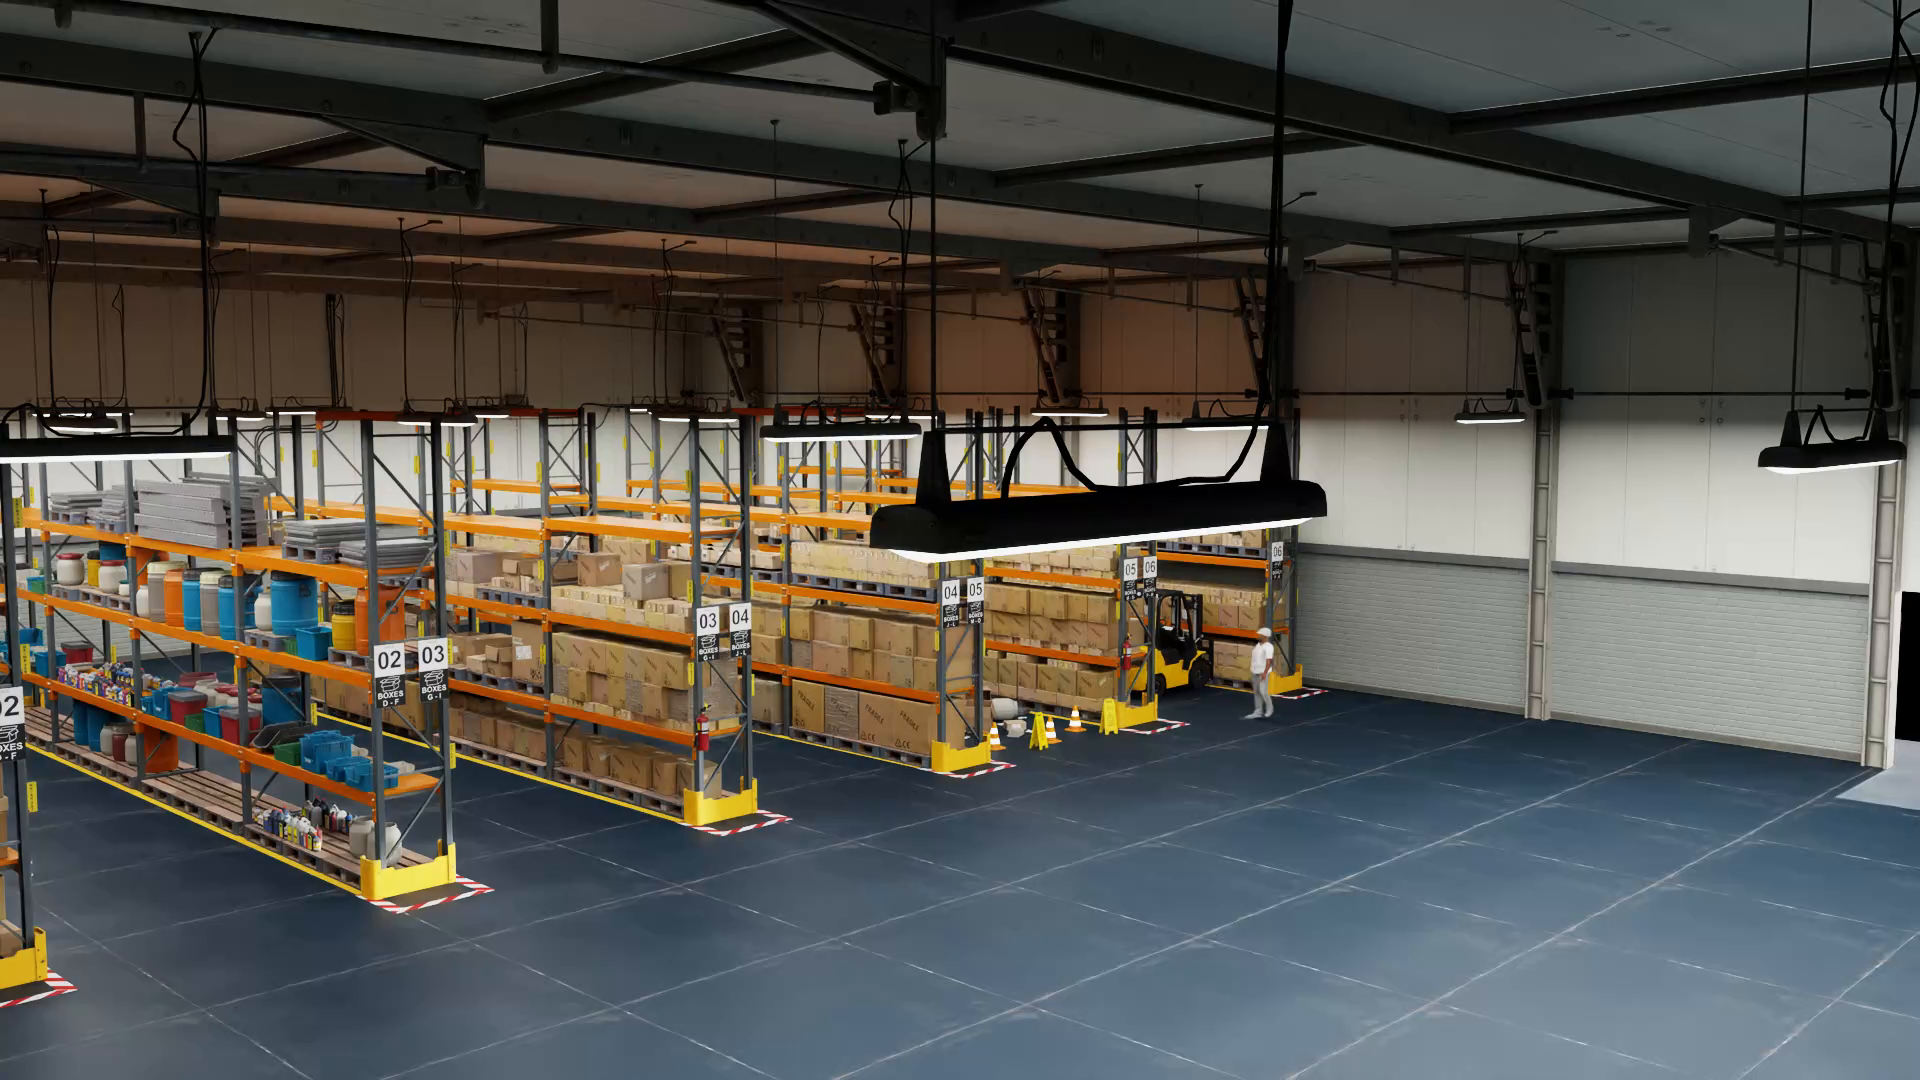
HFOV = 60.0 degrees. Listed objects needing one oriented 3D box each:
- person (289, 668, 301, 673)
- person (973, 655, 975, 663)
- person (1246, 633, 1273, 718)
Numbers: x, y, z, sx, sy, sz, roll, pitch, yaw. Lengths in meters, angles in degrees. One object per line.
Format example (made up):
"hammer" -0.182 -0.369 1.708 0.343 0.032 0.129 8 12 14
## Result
"person" -11.519 2.975 29.034 0.296 1.619 0.480 -5 7 -44
"person" 0.373 2.067 38.805 0.335 1.663 0.521 -4 7 -41
"person" 5.839 2.603 32.326 0.476 1.733 0.643 -4 6 -36
